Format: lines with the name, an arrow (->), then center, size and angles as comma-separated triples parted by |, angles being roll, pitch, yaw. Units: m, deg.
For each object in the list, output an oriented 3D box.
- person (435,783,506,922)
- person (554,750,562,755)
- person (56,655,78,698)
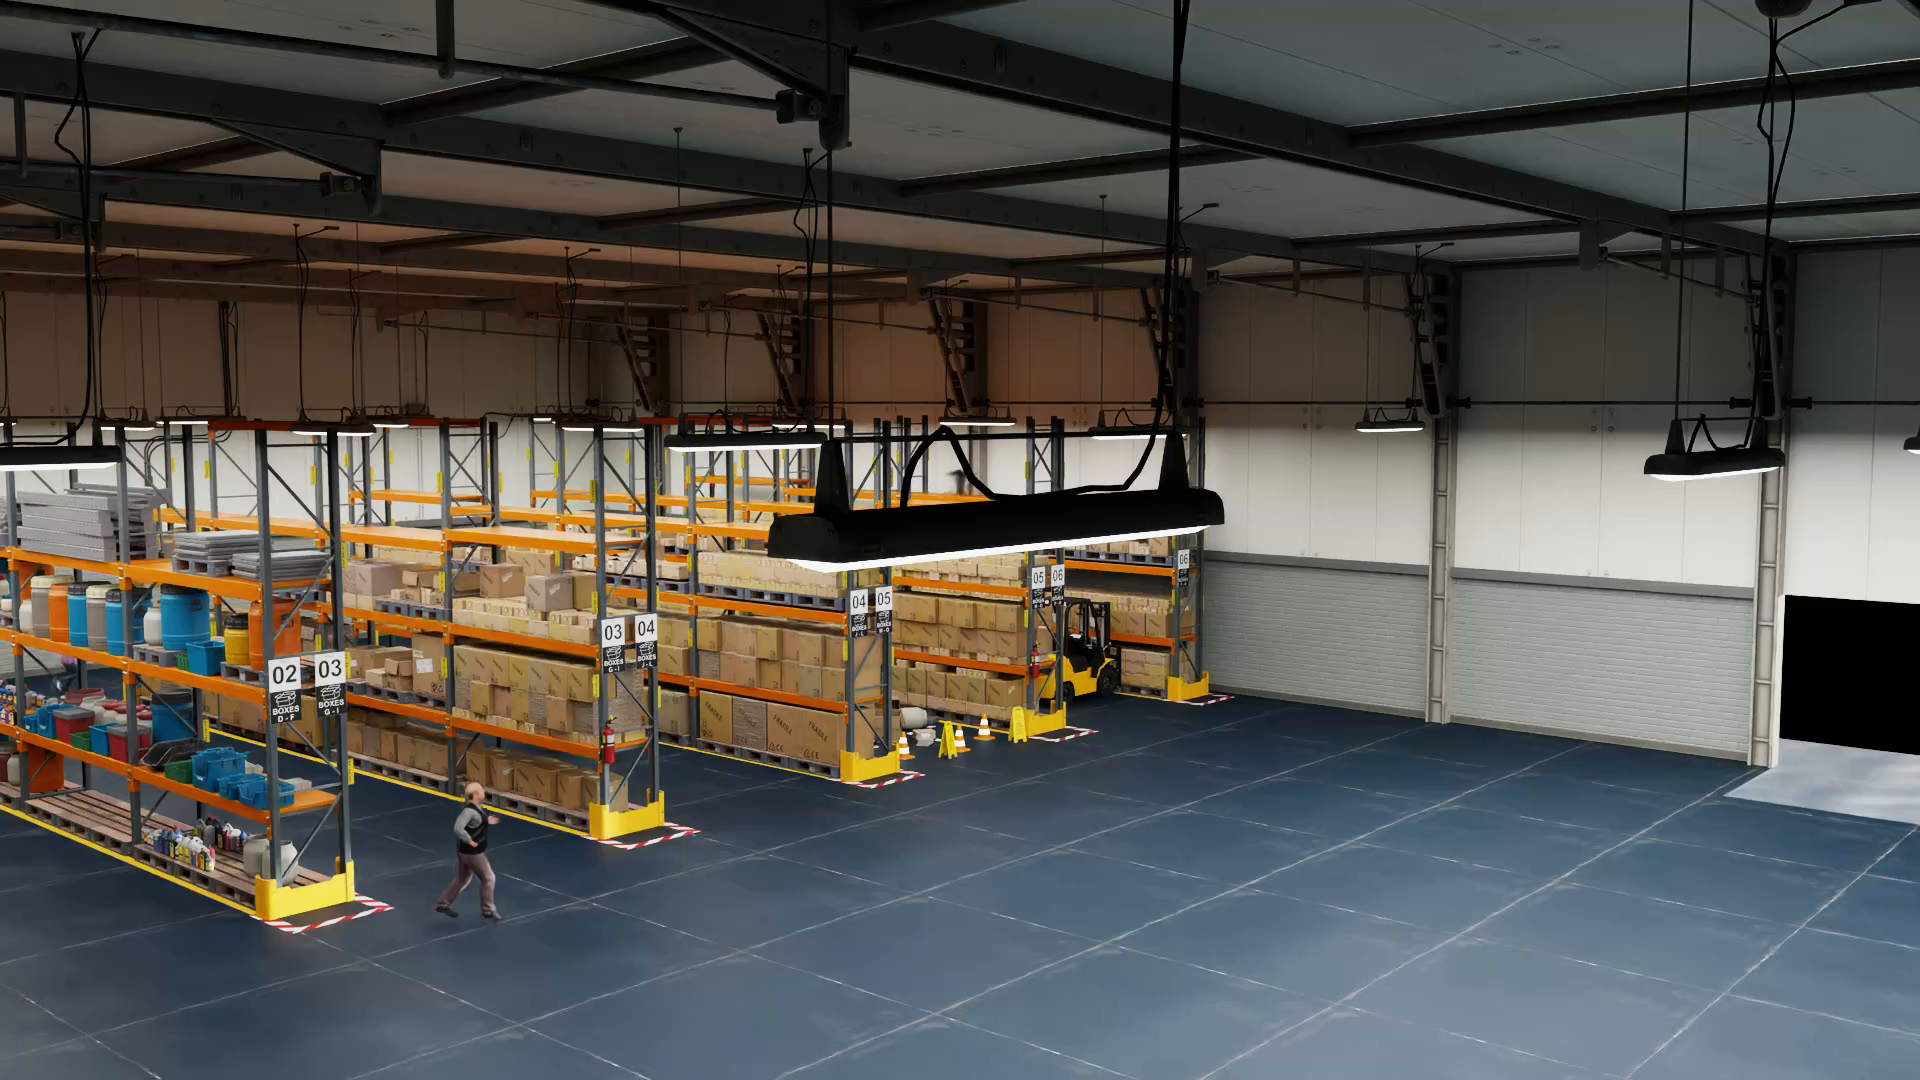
person -> -5.921, 3.805, 20.102 | 0.815, 1.771, 0.664 | -2, 5, -24
person -> -7.238, 2.964, 29.974 | 0.721, 1.789, 0.693 | 3, 5, 30
person -> -18.973, 2.632, 35.544 | 0.660, 1.529, 0.527 | -4, 6, -38
